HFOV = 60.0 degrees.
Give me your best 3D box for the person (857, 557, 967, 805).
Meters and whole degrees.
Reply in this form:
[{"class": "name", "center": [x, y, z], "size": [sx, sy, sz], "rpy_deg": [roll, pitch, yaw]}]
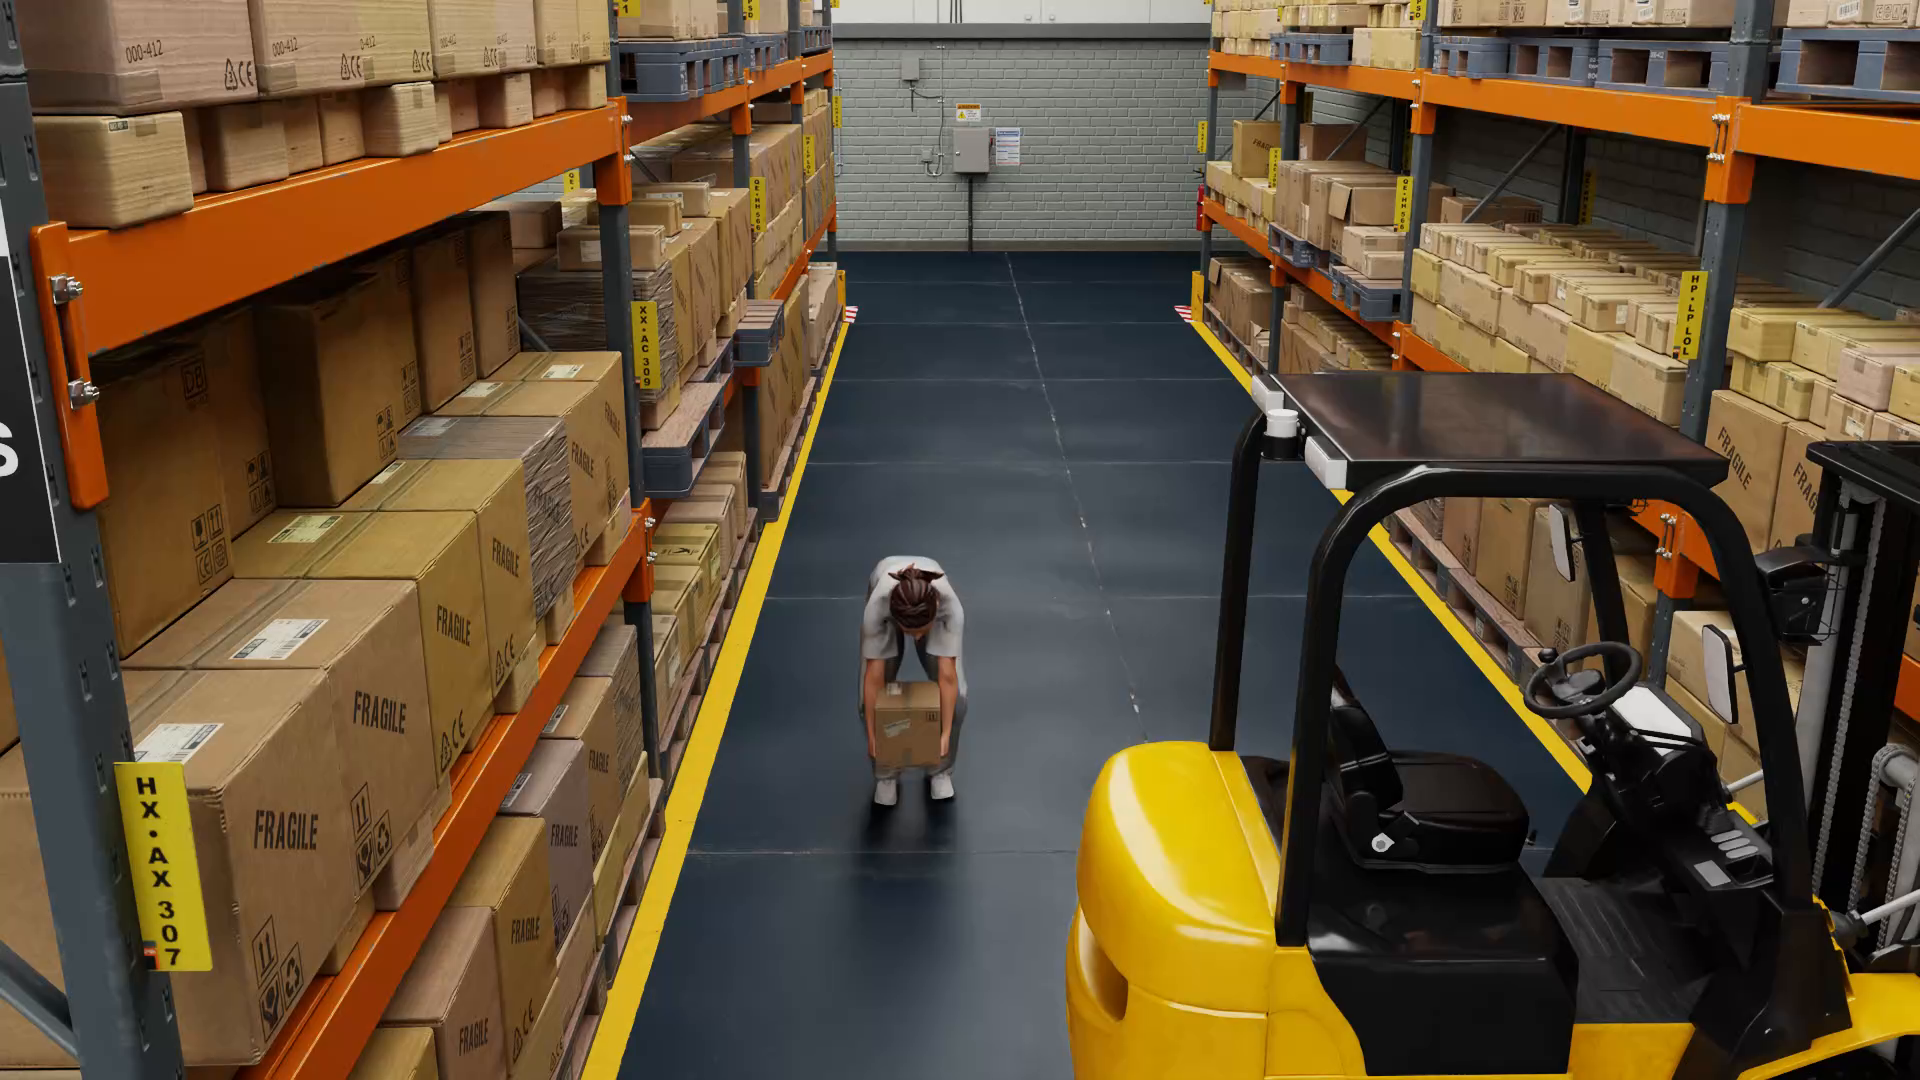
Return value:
[{"class": "person", "center": [-0.190, 0.566, 6.673], "size": [0.448, 1.113, 0.857], "rpy_deg": [-1, 17, -3]}]
